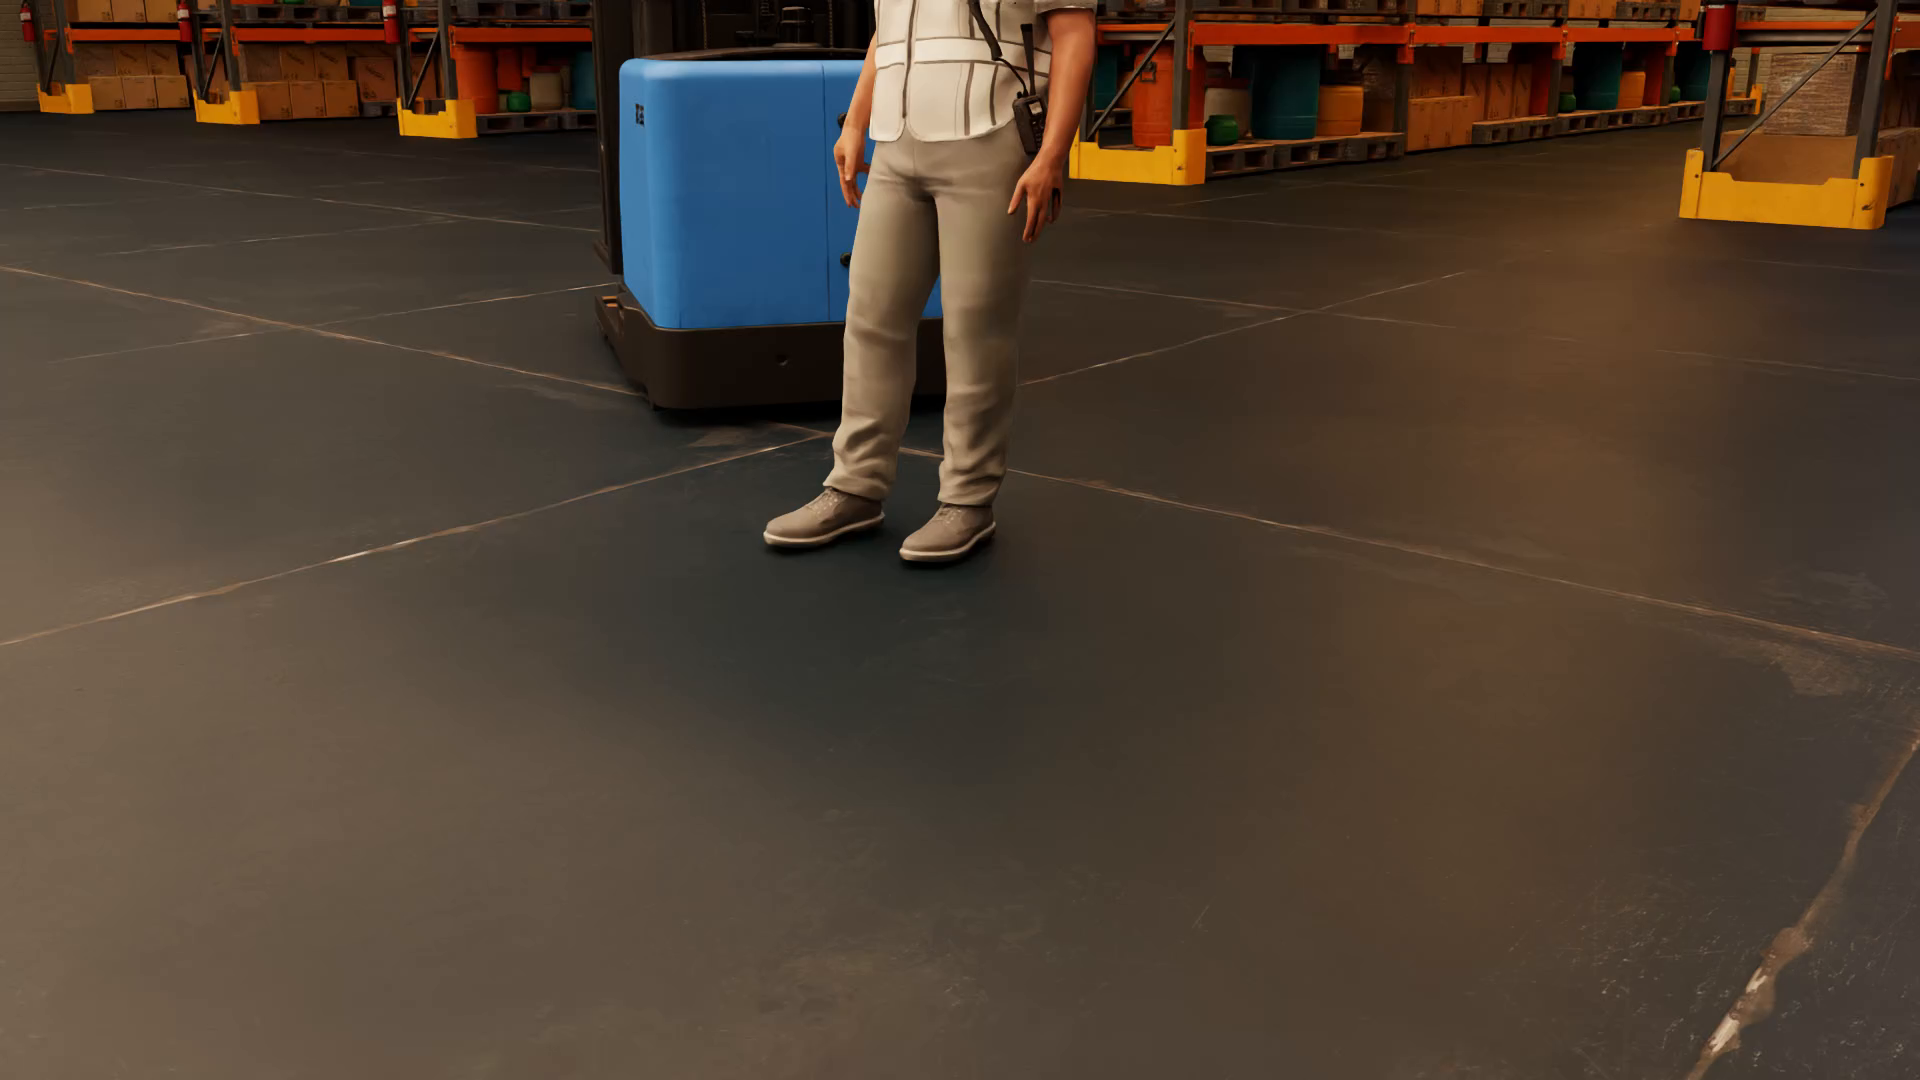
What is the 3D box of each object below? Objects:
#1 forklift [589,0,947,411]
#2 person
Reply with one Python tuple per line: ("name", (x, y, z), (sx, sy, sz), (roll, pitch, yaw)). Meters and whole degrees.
("forklift", (-0.822, -2.181, 6.081), (1.130, 2.935, 3.031), (-5, 18, -16))
("person", (-0.058, -0.844, 3.630), (0.641, 1.778, 0.574), (13, 21, 37))
